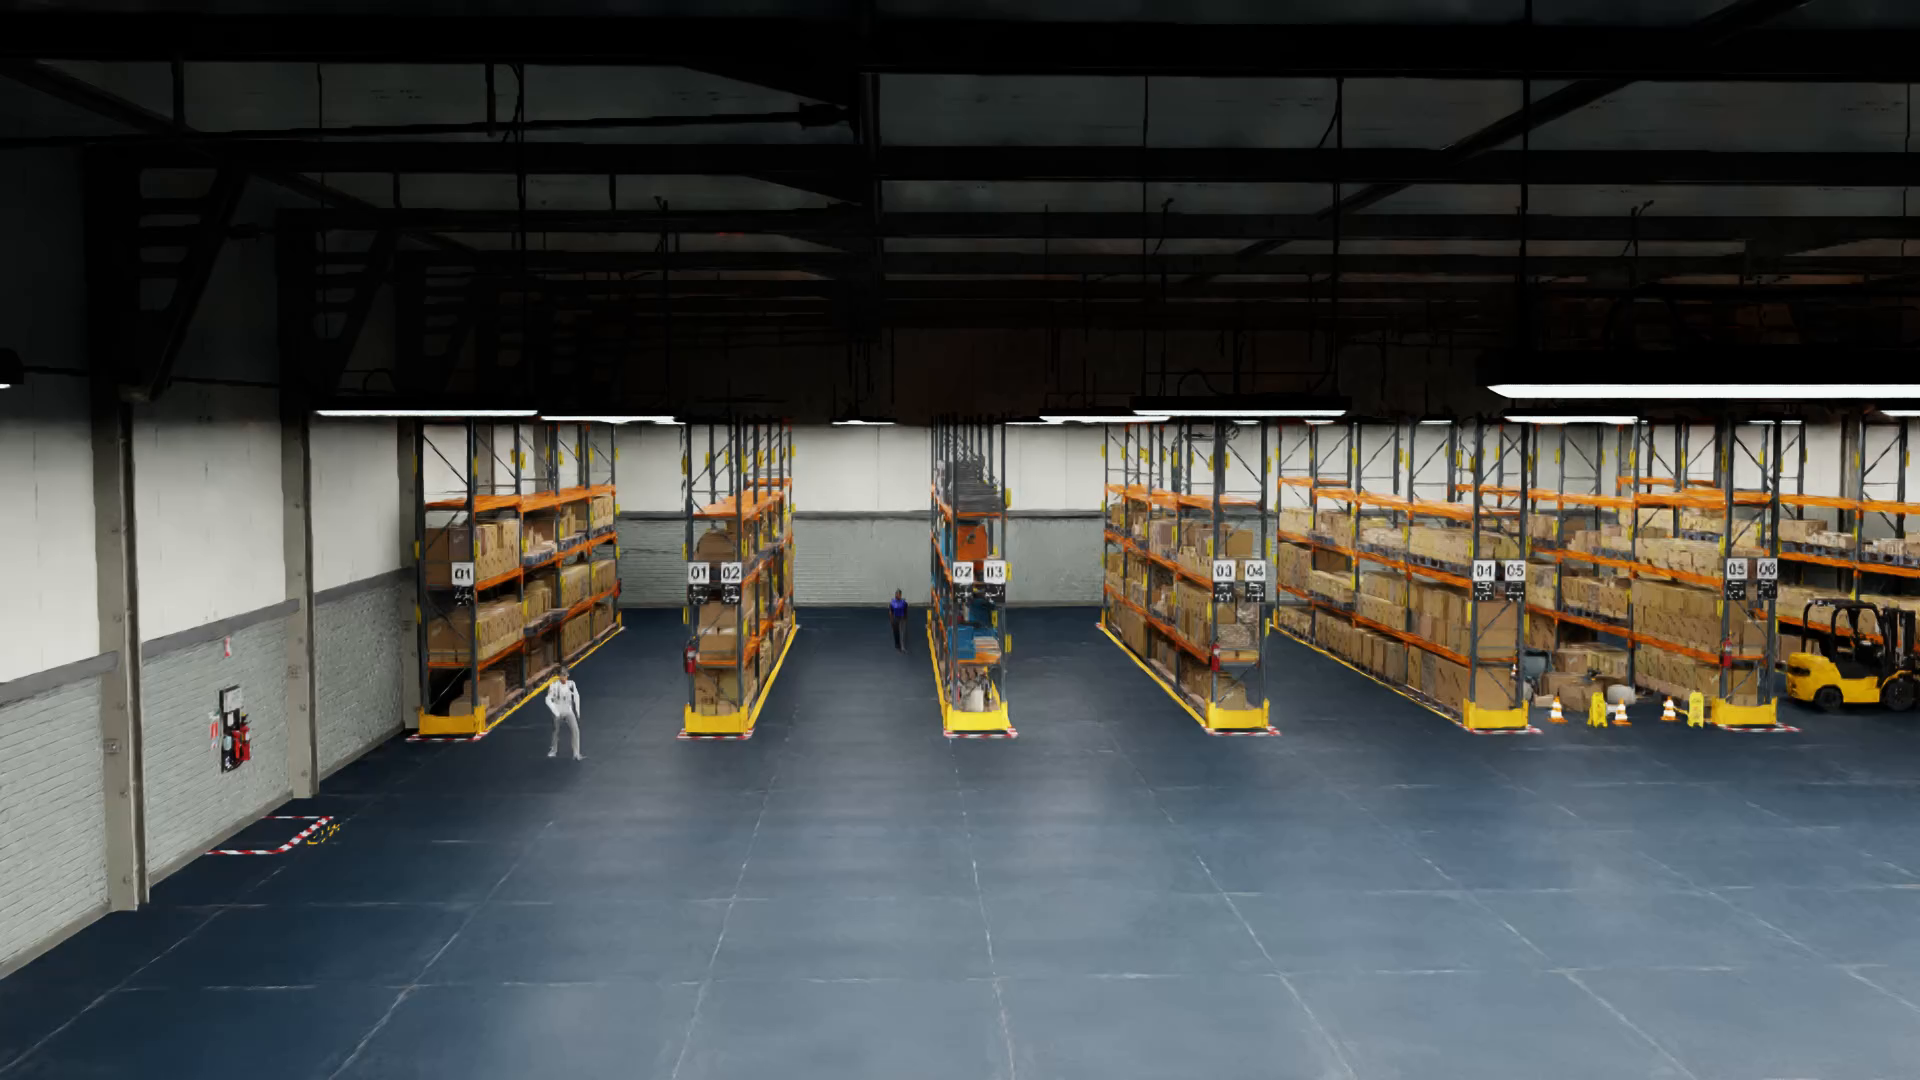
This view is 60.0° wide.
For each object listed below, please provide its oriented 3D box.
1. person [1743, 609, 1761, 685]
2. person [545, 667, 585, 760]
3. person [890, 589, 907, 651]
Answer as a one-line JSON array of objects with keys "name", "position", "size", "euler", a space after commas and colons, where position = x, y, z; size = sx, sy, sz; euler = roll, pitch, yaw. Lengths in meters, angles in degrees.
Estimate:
[{"name": "person", "position": [17.491, 2.360, 36.911], "size": [0.569, 1.668, 0.562], "euler": [2, 4, 27]}, {"name": "person", "position": [-6.827, 2.964, 28.634], "size": [0.630, 1.596, 0.811], "euler": [-1, 4, -19]}, {"name": "person", "position": [-1.575, 2.027, 42.515], "size": [0.447, 1.574, 1.088], "euler": [0, 4, 0]}]
